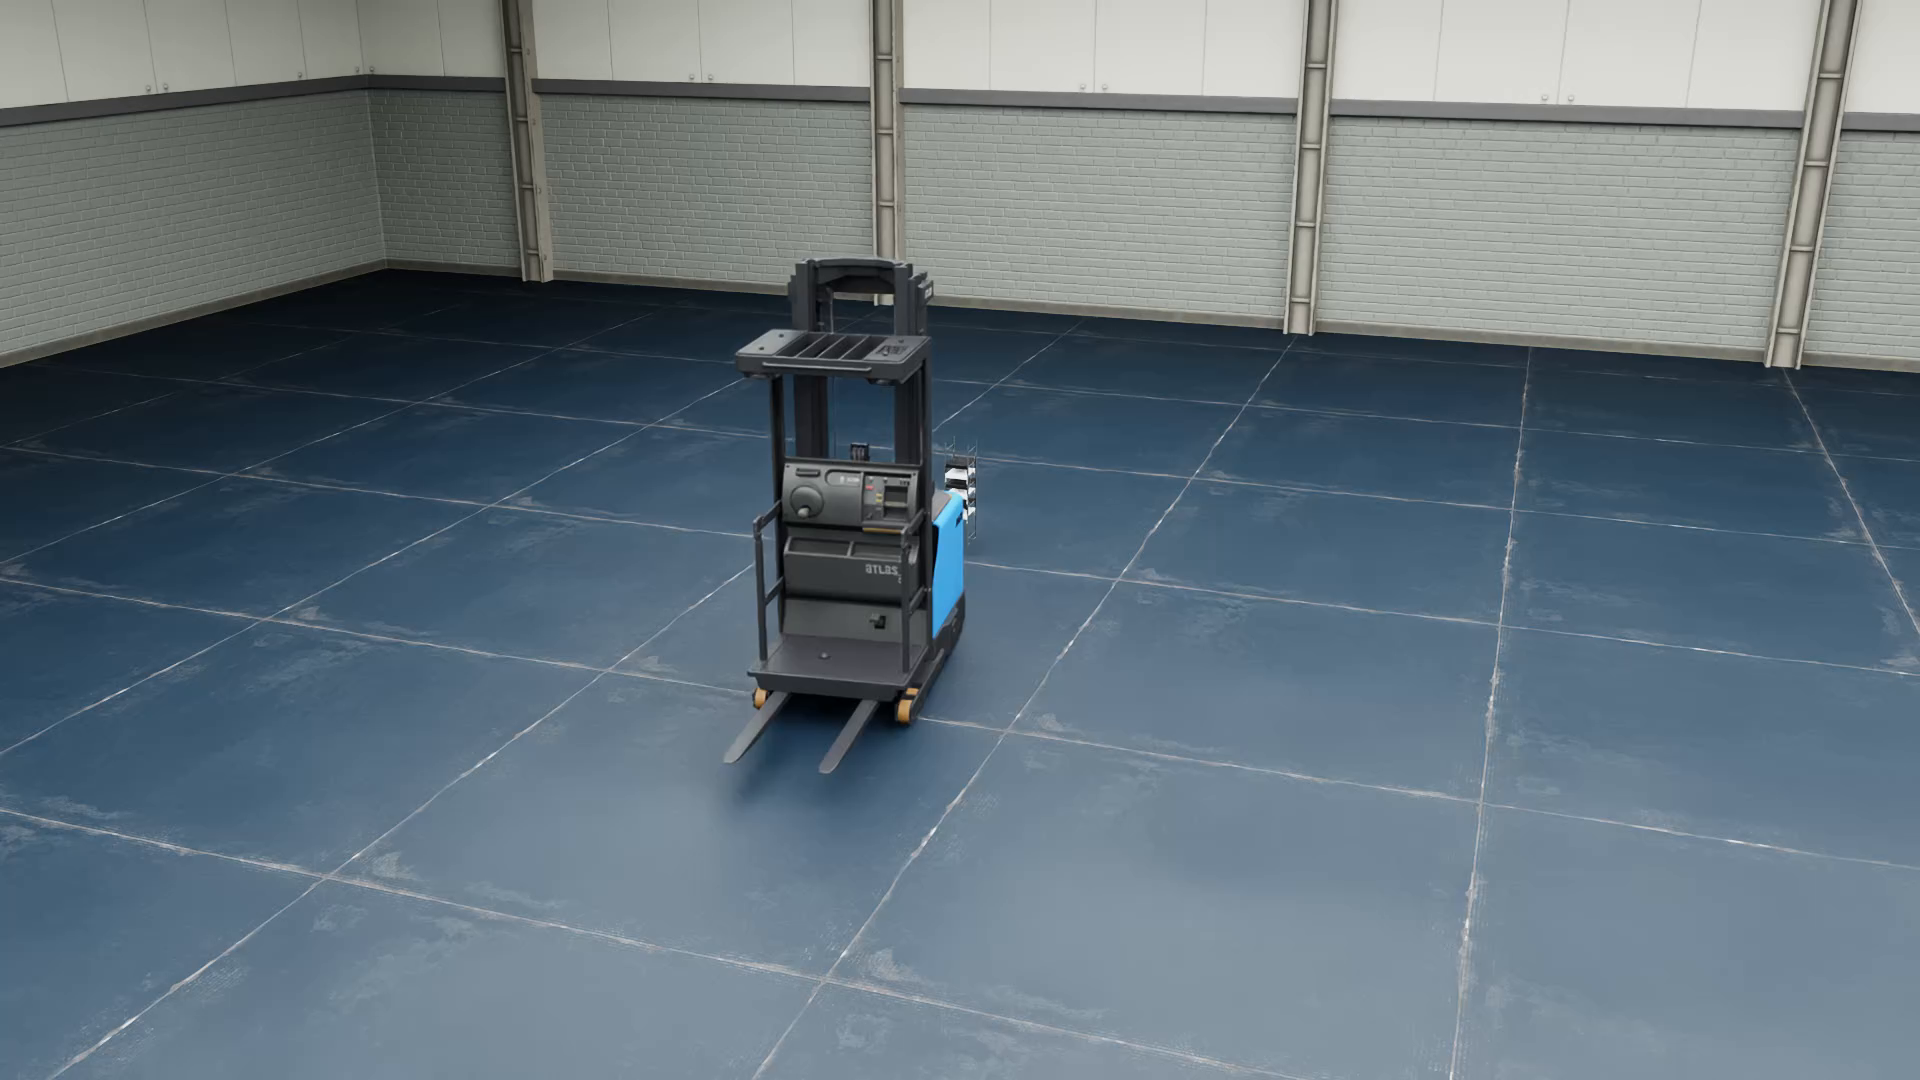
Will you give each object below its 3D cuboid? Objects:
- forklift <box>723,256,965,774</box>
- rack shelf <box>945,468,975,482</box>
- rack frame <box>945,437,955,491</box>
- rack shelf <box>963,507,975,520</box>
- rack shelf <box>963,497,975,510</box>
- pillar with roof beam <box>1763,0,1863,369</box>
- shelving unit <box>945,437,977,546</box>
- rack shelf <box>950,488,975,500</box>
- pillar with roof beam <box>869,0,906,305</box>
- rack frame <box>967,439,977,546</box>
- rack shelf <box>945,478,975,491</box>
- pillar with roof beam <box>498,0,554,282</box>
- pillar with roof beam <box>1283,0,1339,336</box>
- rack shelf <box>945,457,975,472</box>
[{"bbox_3d":[-0.781,-0.293,10.964,1.130,2.935,3.031,4,20,12],"label":"forklift"},{"bbox_3d":[0.008,-0.563,14.377,0.200,0.077,0.258,7,20,18],"label":"rack shelf"},{"bbox_3d":[-0.088,-0.435,14.457,0.006,0.900,0.240,7,20,18],"label":"rack frame"},{"bbox_3d":[0.008,-0.223,14.496,0.200,0.077,0.258,7,20,18],"label":"rack shelf"},{"bbox_3d":[0.008,-0.308,14.466,0.200,0.077,0.258,7,20,18],"label":"rack shelf"},{"bbox_3d":[8.890,-5.100,15.536,0.400,9.000,9.100,7,20,18],"label":"pillar with roof beam"},{"bbox_3d":[0.008,-0.424,14.426,0.210,0.900,0.258,7,20,18],"label":"shelving unit"},{"bbox_3d":[0.008,-0.393,14.437,0.200,0.077,0.258,7,20,18],"label":"rack shelf"},{"bbox_3d":[-2.446,-6.396,19.255,0.400,9.000,9.100,7,20,18],"label":"pillar with roof beam"},{"bbox_3d":[0.104,-0.413,14.394,0.006,0.900,0.240,7,20,18],"label":"rack frame"},{"bbox_3d":[0.008,-0.478,14.407,0.200,0.077,0.258,7,20,18],"label":"rack shelf"},{"bbox_3d":[-8.113,-7.044,21.114,0.400,9.000,9.100,7,20,18],"label":"pillar with roof beam"},{"bbox_3d":[3.222,-5.748,17.395,0.400,9.000,9.100,7,20,18],"label":"pillar with roof beam"},{"bbox_3d":[0.008,-0.648,14.348,0.200,0.077,0.258,7,20,18],"label":"rack shelf"}]
